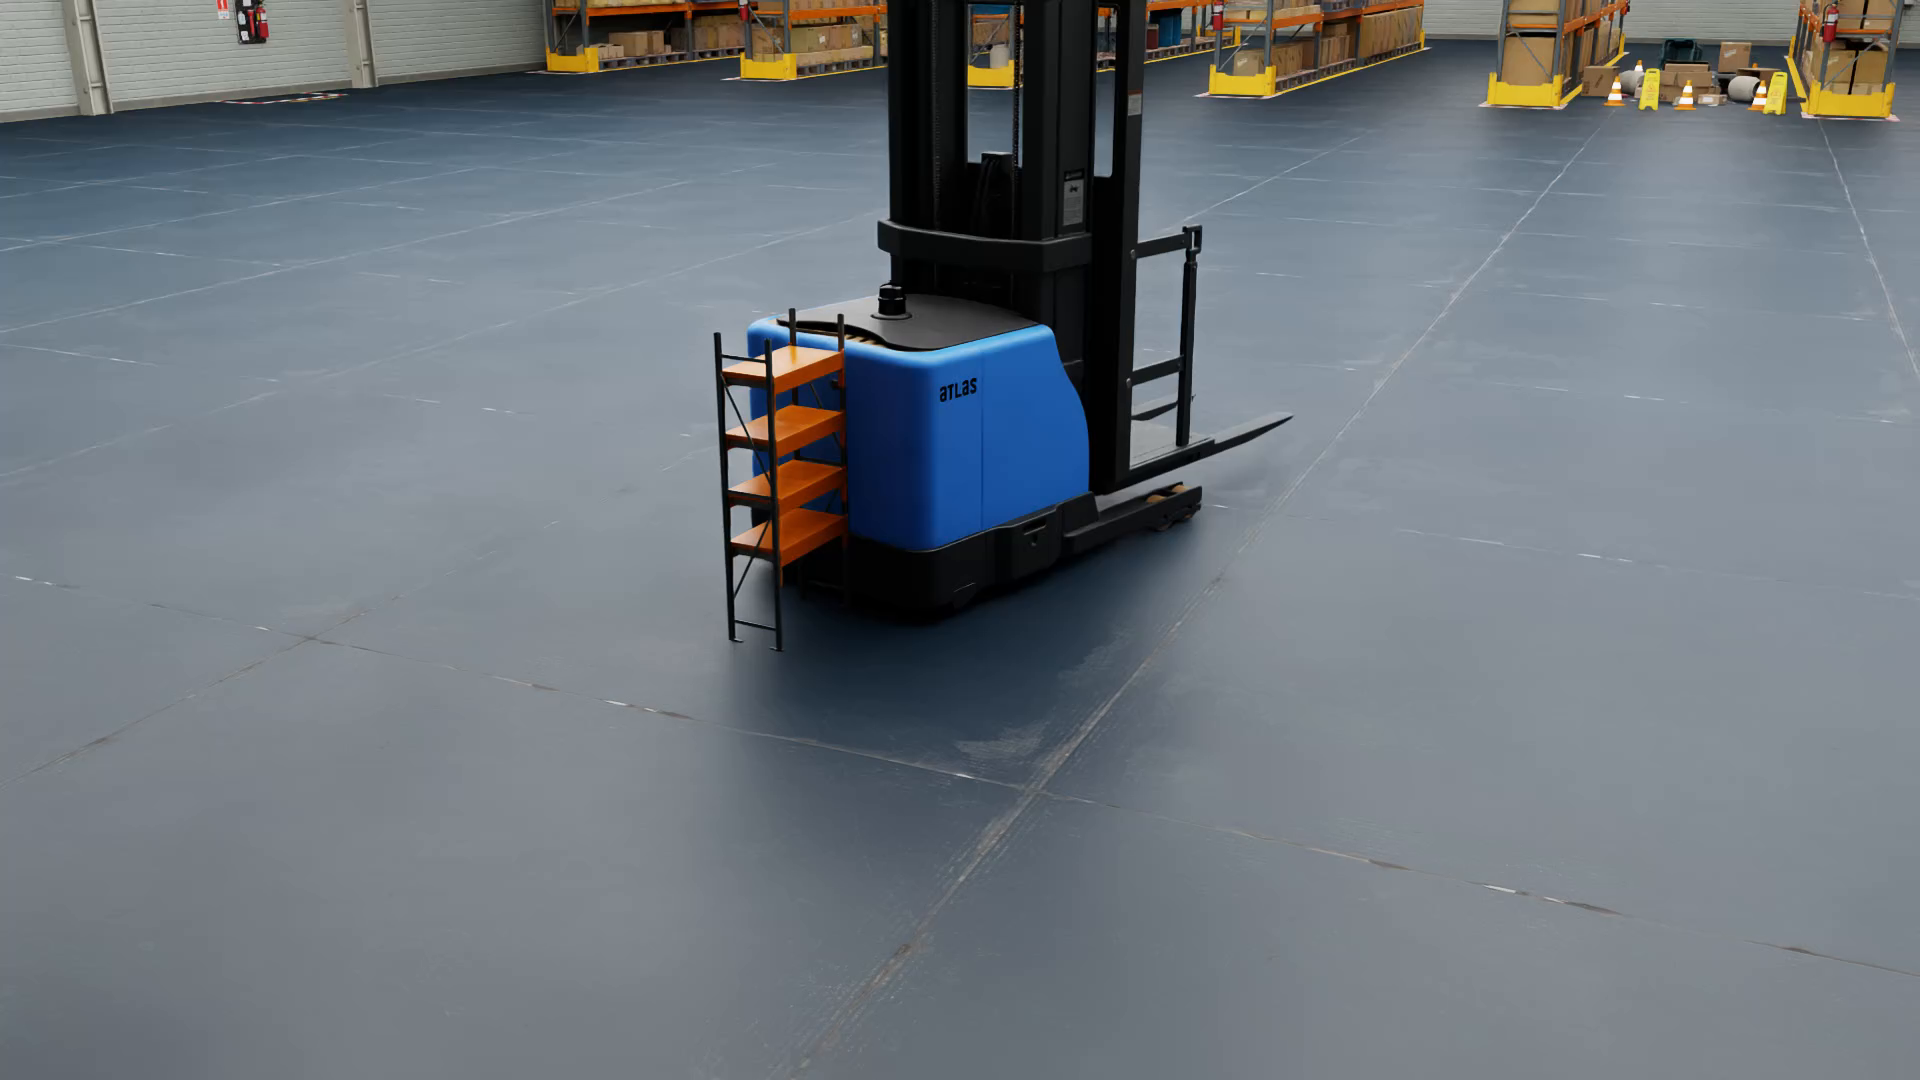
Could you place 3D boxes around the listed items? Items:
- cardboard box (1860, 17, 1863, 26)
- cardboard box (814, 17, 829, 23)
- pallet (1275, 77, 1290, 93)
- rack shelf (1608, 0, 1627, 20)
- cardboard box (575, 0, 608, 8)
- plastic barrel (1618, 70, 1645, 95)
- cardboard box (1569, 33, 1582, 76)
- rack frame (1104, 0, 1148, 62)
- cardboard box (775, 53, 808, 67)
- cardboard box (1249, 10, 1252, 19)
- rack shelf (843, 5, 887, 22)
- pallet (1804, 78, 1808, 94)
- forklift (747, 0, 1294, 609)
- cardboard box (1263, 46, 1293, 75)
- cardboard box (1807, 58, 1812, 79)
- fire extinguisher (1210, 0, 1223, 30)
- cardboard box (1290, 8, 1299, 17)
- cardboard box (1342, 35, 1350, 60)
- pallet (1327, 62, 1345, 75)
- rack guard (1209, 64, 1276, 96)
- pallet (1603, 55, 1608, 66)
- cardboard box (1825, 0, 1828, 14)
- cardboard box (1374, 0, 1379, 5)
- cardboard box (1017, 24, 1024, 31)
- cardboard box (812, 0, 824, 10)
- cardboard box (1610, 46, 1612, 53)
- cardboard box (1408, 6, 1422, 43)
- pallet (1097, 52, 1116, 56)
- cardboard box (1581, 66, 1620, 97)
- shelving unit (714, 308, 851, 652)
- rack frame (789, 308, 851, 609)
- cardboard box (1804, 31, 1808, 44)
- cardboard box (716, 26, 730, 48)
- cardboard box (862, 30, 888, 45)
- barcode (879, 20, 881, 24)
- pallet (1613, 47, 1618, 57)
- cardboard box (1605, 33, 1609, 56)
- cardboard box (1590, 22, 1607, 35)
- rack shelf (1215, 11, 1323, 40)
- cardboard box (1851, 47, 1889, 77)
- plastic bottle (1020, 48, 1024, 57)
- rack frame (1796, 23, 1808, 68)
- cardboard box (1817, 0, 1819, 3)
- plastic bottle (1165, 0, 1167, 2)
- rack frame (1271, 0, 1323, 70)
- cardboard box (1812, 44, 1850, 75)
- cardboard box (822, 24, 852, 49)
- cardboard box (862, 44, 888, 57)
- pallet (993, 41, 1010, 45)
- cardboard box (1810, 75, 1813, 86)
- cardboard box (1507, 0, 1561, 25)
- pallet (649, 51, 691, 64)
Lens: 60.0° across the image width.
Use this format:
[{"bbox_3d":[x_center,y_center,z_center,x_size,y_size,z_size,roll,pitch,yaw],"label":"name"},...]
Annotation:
[{"bbox_3d":[15.035,-8.538,27.376,0.380,0.149,0.250,9,22,25],"label":"cardboard box"},{"bbox_3d":[-4.034,-13.952,44.804,0.750,0.750,0.750,9,22,24],"label":"cardboard box"},{"bbox_3d":[5.514,-8.501,31.057,1.003,0.211,1.213,9,21,23],"label":"pallet"},{"bbox_3d":[15.335,-12.777,39.994,1.077,0.370,4.000,9,21,23],"label":"rack shelf"},{"bbox_3d":[-7.949,-11.631,35.892,0.500,0.250,0.500,8,21,21],"label":"cardboard box"},{"bbox_3d":[12.175,-8.288,30.143,0.421,0.421,0.512,-9,22,-24],"label":"plastic barrel"},{"bbox_3d":[11.412,-9.399,32.153,1.050,0.750,0.750,8,21,22],"label":"cardboard box"},{"bbox_3d":[3.875,-12.673,38.628,1.000,3.000,0.127,9,21,23],"label":"rack frame"},{"bbox_3d":[-3.496,-9.944,34.431,0.500,0.250,0.500,9,21,23],"label":"cardboard box"},{"bbox_3d":[5.149,-9.621,30.421,0.380,0.149,0.250,9,21,23],"label":"cardboard box"},{"bbox_3d":[-1.461,-12.404,38.943,1.077,0.370,4.000,9,21,23],"label":"rack shelf"},{"bbox_3d":[16.114,-8.335,30.592,1.003,0.211,1.213,9,21,23],"label":"pallet"},{"bbox_3d":[0.474,-1.521,7.373,1.130,2.935,3.031,17,26,39],"label":"forklift"},{"bbox_3d":[6.145,-9.297,32.239,0.500,0.500,0.500,7,21,18],"label":"cardboard box"},{"bbox_3d":[16.301,-8.752,30.896,0.950,0.372,0.625,10,22,26],"label":"cardboard box"},{"bbox_3d":[4.651,-9.540,29.932,0.296,0.674,0.183,9,21,23],"label":"fire extinguisher"},{"bbox_3d":[6.155,-9.929,31.287,0.380,0.149,0.250,9,21,23],"label":"cardboard box"},{"bbox_3d":[8.138,-10.816,36.478,0.700,0.500,0.500,7,21,20],"label":"cardboard box"},{"bbox_3d":[7.572,-10.069,35.468,1.003,0.211,1.213,9,21,23],"label":"pallet"},{"bbox_3d":[5.149,-8.394,30.324,1.175,0.500,0.348,9,21,23],"label":"rack guard"},{"bbox_3d":[14.198,-10.953,37.952,1.003,0.211,1.213,9,21,23],"label":"pallet"},{"bbox_3d":[14.339,-8.732,26.951,0.500,0.500,0.500,9,21,23],"label":"cardboard box"},{"bbox_3d":[9.257,-12.467,37.899,0.500,0.500,0.500,8,21,22],"label":"cardboard box"},{"bbox_3d":[1.760,-14.183,45.942,0.797,0.503,0.637,9,21,23],"label":"cardboard box"},{"bbox_3d":[-3.296,-11.409,34.923,0.700,0.500,0.500,9,21,23],"label":"cardboard box"},{"bbox_3d":[15.067,-11.508,38.979,0.380,0.149,0.250,9,22,24],"label":"cardboard box"},{"bbox_3d":[11.481,-13.429,43.298,0.875,0.875,0.875,9,21,23],"label":"cardboard box"},{"bbox_3d":[3.523,-11.128,38.444,1.003,0.211,1.213,9,21,23],"label":"pallet"},{"bbox_3d":[11.540,-8.267,29.966,0.500,0.500,0.500,13,23,32],"label":"cardboard box"},{"bbox_3d":[-0.663,-0.235,6.339,0.258,1.200,0.503,10,22,26],"label":"shelving unit"},{"bbox_3d":[-0.549,-0.307,6.542,0.240,1.200,0.015,10,22,26],"label":"rack frame"},{"bbox_3d":[20.532,-11.855,39.523,0.875,0.438,0.875,8,21,21],"label":"cardboard box"},{"bbox_3d":[-6.103,-12.382,40.882,0.700,0.500,0.500,9,21,23],"label":"cardboard box"},{"bbox_3d":[-1.884,-11.390,37.659,0.500,0.311,0.500,9,21,23],"label":"cardboard box"},{"bbox_3d":[-1.796,-11.634,37.347,0.001,0.075,0.075,9,21,23],"label":"barcode"},{"bbox_3d":[15.757,-12.147,41.310,1.003,0.211,1.213,9,21,23],"label":"pallet"},{"bbox_3d":[14.442,-11.264,37.770,0.500,0.500,0.500,8,21,22],"label":"cardboard box"},{"bbox_3d":[14.015,-11.297,36.743,0.500,0.250,0.500,8,21,20],"label":"cardboard box"},{"bbox_3d":[5.937,-9.820,31.680,1.077,0.370,4.000,9,21,23],"label":"rack shelf"},{"bbox_3d":[14.961,-7.820,27.340,0.500,0.500,0.500,8,21,21],"label":"cardboard box"},{"bbox_3d":[1.277,-10.032,34.498,0.144,0.351,0.185,8,21,22],"label":"plastic bottle"},{"bbox_3d":[19.073,-11.857,36.331,1.000,3.000,0.127,9,21,23],"label":"rack frame"},{"bbox_3d":[16.700,-10.399,31.981,0.380,0.149,0.250,9,21,23],"label":"cardboard box"},{"bbox_3d":[4.915,-13.127,40.088,0.152,0.276,0.135,9,21,23],"label":"plastic bottle"},{"bbox_3d":[6.756,-10.771,33.278,1.000,3.000,0.127,9,21,23],"label":"rack frame"},{"bbox_3d":[14.887,-8.200,28.407,0.500,0.500,0.500,10,22,26],"label":"cardboard box"},{"bbox_3d":[-2.687,-10.911,36.029,0.500,0.500,0.500,9,21,23],"label":"cardboard box"},{"bbox_3d":[-1.889,-11.123,37.745,0.500,0.250,0.500,8,21,21],"label":"cardboard box"},{"bbox_3d":[0.697,-13.009,43.734,1.003,0.211,1.213,9,21,23],"label":"pallet"},{"bbox_3d":[14.886,-7.843,28.522,0.500,0.250,0.500,8,21,22],"label":"cardboard box"},{"bbox_3d":[9.712,-9.027,28.151,0.875,0.550,0.550,9,21,23],"label":"cardboard box"},{"bbox_3d":[-7.044,-11.286,38.888,1.003,0.211,1.213,9,21,23],"label":"pallet"}]
